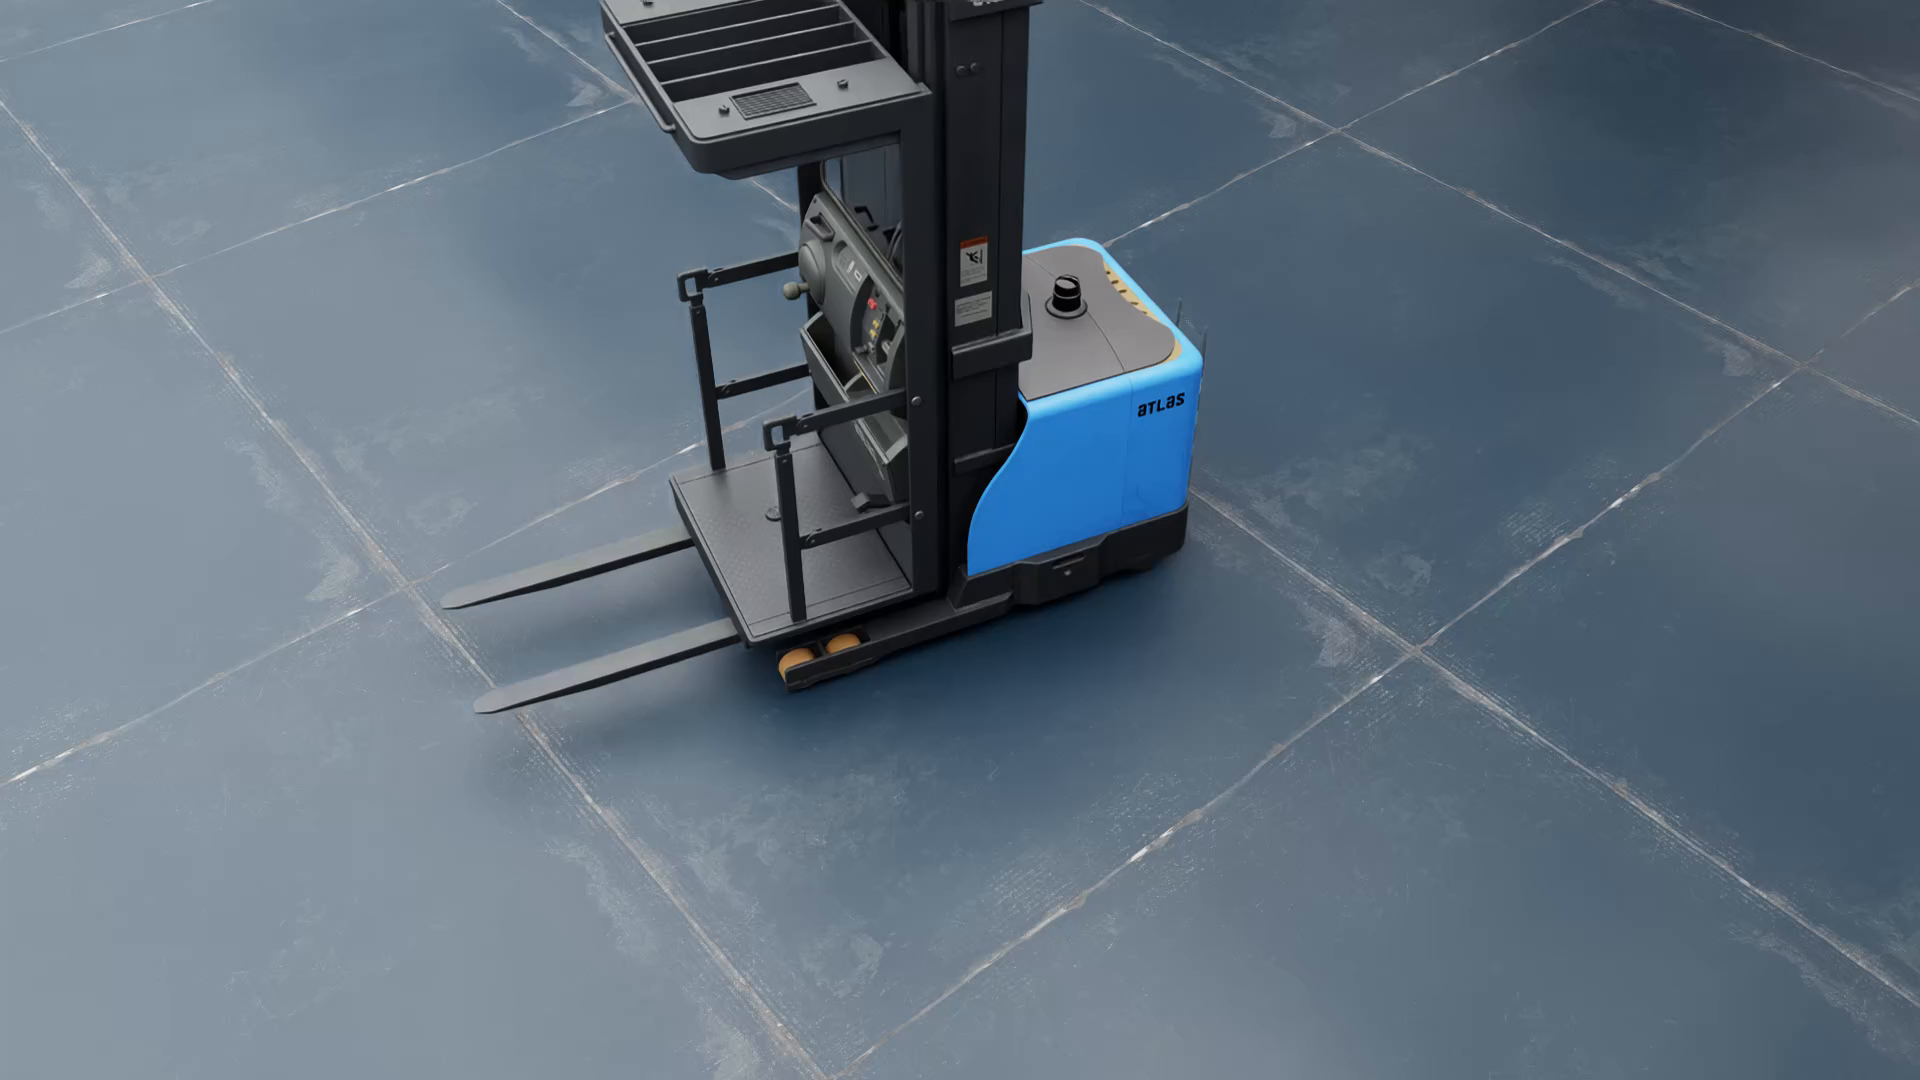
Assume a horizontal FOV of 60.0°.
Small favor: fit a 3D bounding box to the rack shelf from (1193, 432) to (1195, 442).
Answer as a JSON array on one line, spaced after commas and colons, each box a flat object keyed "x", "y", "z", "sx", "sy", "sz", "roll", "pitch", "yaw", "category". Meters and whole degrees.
[{"x": 0.891, "y": -0.511, "z": 7.371, "sx": 0.200, "sy": 0.077, "sz": 0.258, "roll": -17, "pitch": 46, "yaw": -18, "category": "rack shelf"}]

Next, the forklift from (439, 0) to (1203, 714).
[{"x": -0.590, "y": -0.886, "z": 6.106, "sx": 3.031, "sy": 2.935, "sz": 1.130, "roll": -17, "pitch": 46, "yaw": -18, "category": "forklift"}]

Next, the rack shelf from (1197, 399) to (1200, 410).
[{"x": 0.891, "y": -0.642, "z": 7.247, "sx": 0.200, "sy": 0.077, "sz": 0.258, "roll": -17, "pitch": 46, "yaw": -18, "category": "rack shelf"}]

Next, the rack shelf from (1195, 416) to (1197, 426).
[{"x": 0.891, "y": -0.577, "z": 7.309, "sx": 0.200, "sy": 0.077, "sz": 0.258, "roll": -17, "pitch": 46, "yaw": -18, "category": "rack shelf"}]

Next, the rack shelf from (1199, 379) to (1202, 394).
[{"x": 0.891, "y": -0.708, "z": 7.186, "sx": 0.200, "sy": 0.077, "sz": 0.258, "roll": -17, "pitch": 46, "yaw": -18, "category": "rack shelf"}]

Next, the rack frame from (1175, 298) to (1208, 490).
[{"x": 0.983, "y": -0.630, "z": 7.317, "sx": 0.006, "sy": 0.900, "sz": 0.240, "roll": -17, "pitch": 46, "yaw": -18, "category": "rack frame"}]

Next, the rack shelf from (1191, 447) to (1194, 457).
[{"x": 0.891, "y": -0.446, "z": 7.432, "sx": 0.200, "sy": 0.077, "sz": 0.258, "roll": -17, "pitch": 46, "yaw": -18, "category": "rack shelf"}]

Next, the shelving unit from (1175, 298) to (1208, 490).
[{"x": 0.891, "y": -0.601, "z": 7.286, "sx": 0.210, "sy": 0.900, "sz": 0.258, "roll": -17, "pitch": 46, "yaw": -18, "category": "shelving unit"}]

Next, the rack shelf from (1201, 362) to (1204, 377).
[{"x": 0.891, "y": -0.774, "z": 7.124, "sx": 0.200, "sy": 0.077, "sz": 0.258, "roll": -17, "pitch": 46, "yaw": -18, "category": "rack shelf"}]
